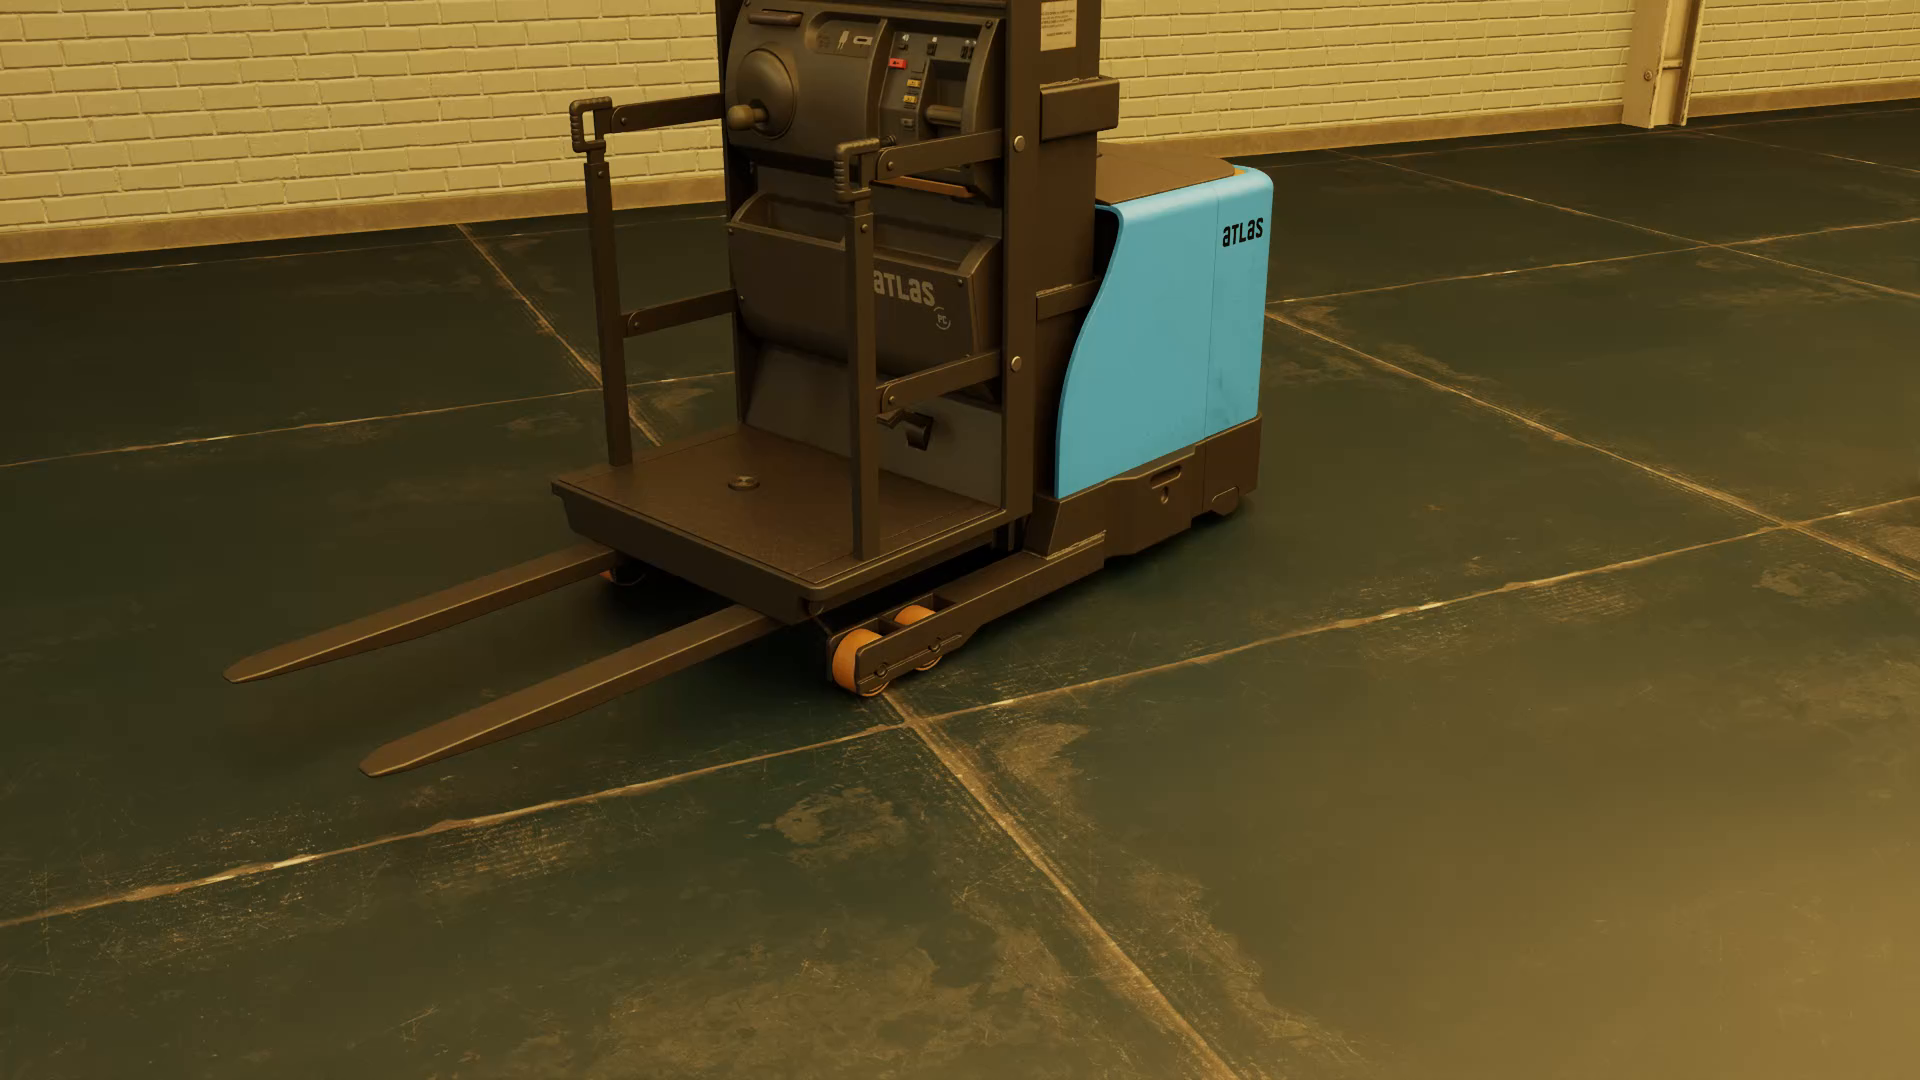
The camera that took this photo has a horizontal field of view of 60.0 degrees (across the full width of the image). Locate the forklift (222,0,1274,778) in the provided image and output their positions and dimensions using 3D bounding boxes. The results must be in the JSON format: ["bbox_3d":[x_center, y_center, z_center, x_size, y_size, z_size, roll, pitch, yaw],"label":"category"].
[{"bbox_3d":[-0.413,-1.182,4.131,1.130,2.935,3.031,19,29,39],"label":"forklift"}]
